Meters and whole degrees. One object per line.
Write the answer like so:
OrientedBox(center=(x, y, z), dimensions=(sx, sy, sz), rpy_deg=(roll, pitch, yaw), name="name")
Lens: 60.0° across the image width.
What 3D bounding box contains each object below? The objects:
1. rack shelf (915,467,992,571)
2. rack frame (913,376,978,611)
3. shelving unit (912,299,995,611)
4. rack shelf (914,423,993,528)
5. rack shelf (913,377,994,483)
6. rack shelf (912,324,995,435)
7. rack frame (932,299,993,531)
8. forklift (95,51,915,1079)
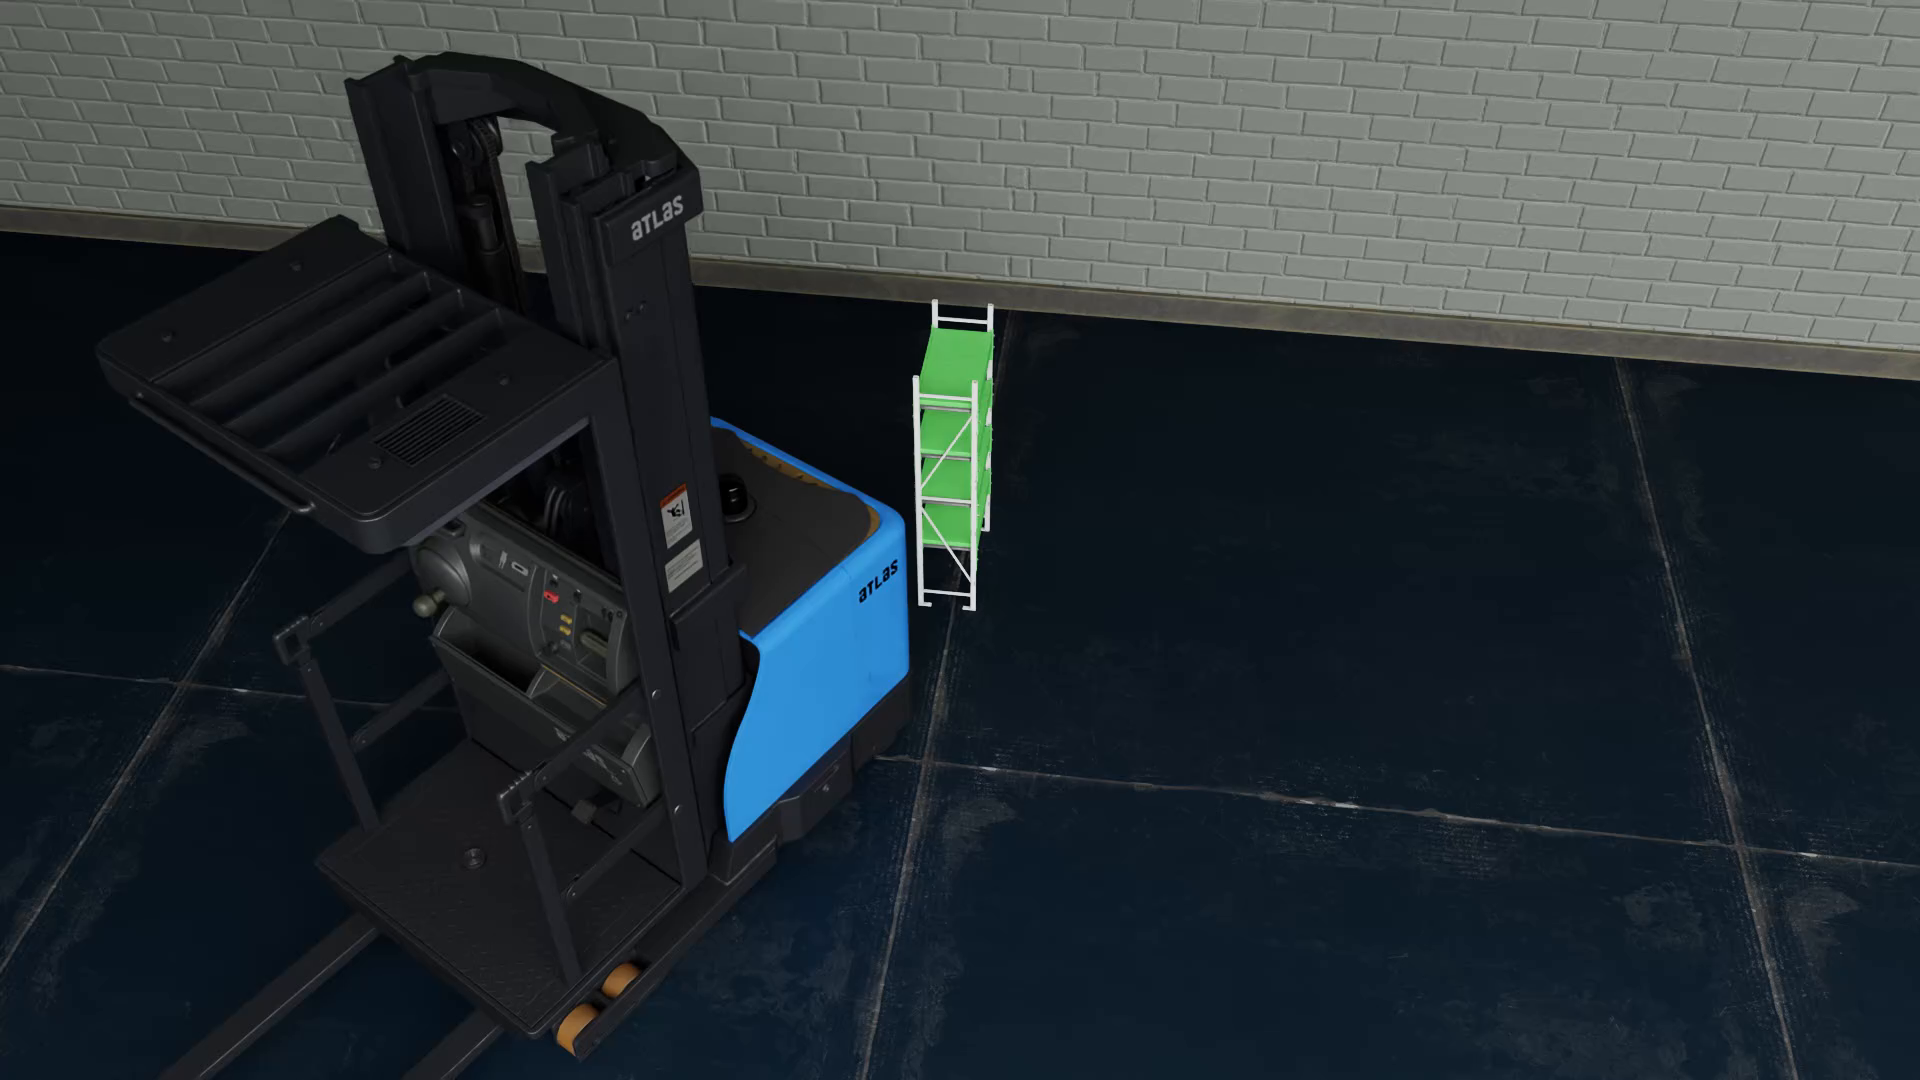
OrientedBox(center=(-0.022, -0.102, 6.927), dimensions=(0.258, 0.148, 0.480), rpy_deg=(5, 44, 6), name="rack shelf")
OrientedBox(center=(-0.054, -0.157, 6.543), dimensions=(0.240, 1.200, 0.015), rpy_deg=(5, 44, 6), name="rack frame")
OrientedBox(center=(-0.022, -0.323, 6.718), dimensions=(0.258, 1.200, 0.503), rpy_deg=(5, 44, 6), name="shelving unit")
OrientedBox(center=(-0.022, -0.276, 6.762), dimensions=(0.258, 0.148, 0.480), rpy_deg=(5, 44, 6), name="rack shelf")
OrientedBox(center=(-0.022, -0.451, 6.597), dimensions=(0.258, 0.148, 0.480), rpy_deg=(5, 44, 6), name="rack shelf")
OrientedBox(center=(-0.022, -0.625, 6.432), dimensions=(0.258, 0.148, 0.480), rpy_deg=(5, 44, 6), name="rack shelf")
OrientedBox(center=(0.010, -0.489, 6.894), dimensions=(0.240, 1.200, 0.015), rpy_deg=(5, 44, 6), name="rack frame")
OrientedBox(center=(-1.463, 0.237, 4.867), dimensions=(1.130, 2.935, 3.031), rpy_deg=(27, 50, 26), name="forklift")
